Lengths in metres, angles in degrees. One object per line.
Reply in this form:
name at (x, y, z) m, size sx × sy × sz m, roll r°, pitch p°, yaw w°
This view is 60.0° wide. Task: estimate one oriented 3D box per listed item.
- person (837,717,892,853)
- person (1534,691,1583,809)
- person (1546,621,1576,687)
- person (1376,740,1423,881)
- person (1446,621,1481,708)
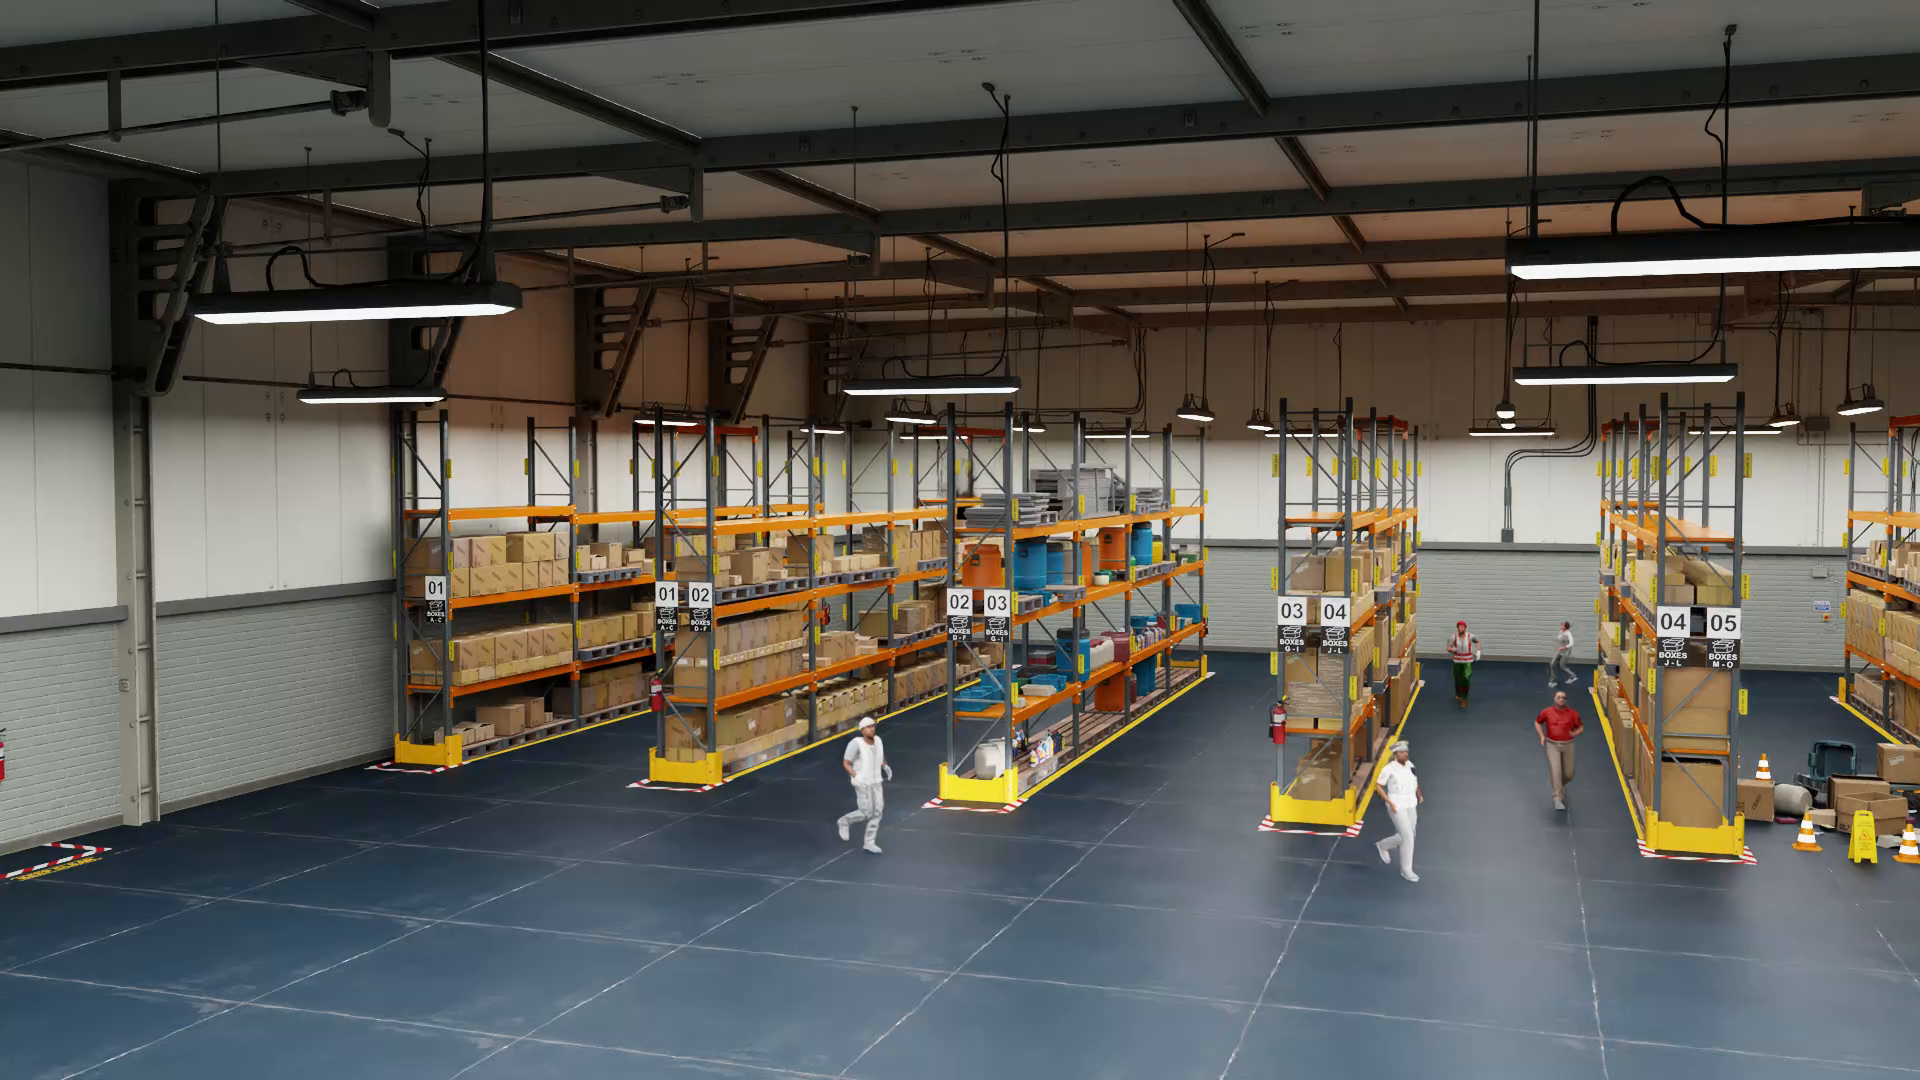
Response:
person at (-1.252, 3.197, 21.889) m, size 0.661 × 1.758 × 0.678 m, roll 2°, pitch 3°, yaw 45°
person at (8.896, 3.089, 24.673) m, size 0.676 × 1.694 × 0.873 m, roll 0°, pitch 2°, yaw 10°
person at (13.876, 2.623, 38.055) m, size 0.725 × 1.583 × 0.582 m, roll -1°, pitch 3°, yaw -14°
person at (5.410, 3.294, 20.484) m, size 0.576 × 1.696 × 0.711 m, roll -1°, pitch 3°, yaw -27°
person at (10.616, 2.605, 35.078) m, size 0.671 × 1.830 × 0.920 m, roll 1°, pitch 3°, yaw 23°
